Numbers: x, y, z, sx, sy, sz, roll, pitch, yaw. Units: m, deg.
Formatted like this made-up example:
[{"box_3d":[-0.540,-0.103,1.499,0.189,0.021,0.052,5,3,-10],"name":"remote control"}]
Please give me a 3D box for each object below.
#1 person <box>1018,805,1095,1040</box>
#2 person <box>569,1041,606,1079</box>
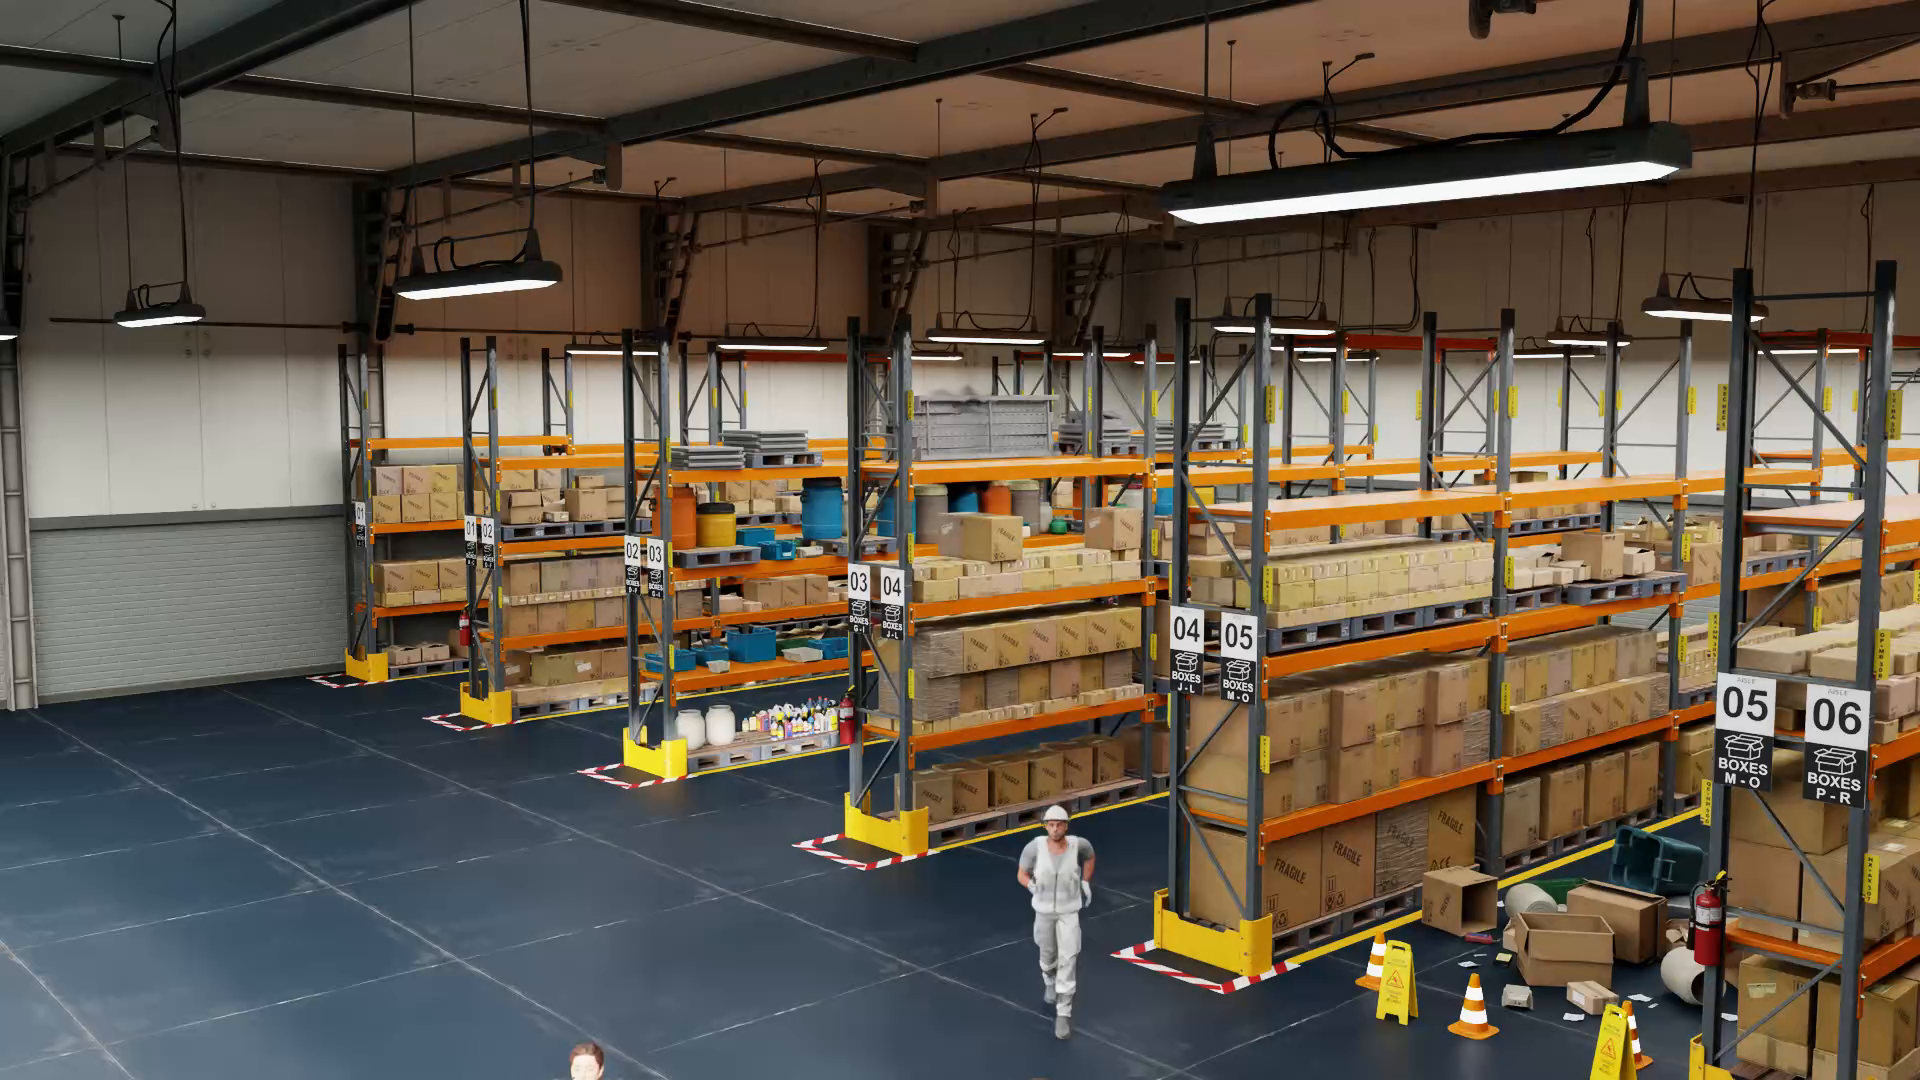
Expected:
[{"box_3d":[0.776,3.026,13.565,0.609,1.784,0.992,1,5,10],"name":"person"},{"box_3d":[-2.019,3.508,9.035,0.587,1.580,0.543,-1,5,-9],"name":"person"}]
